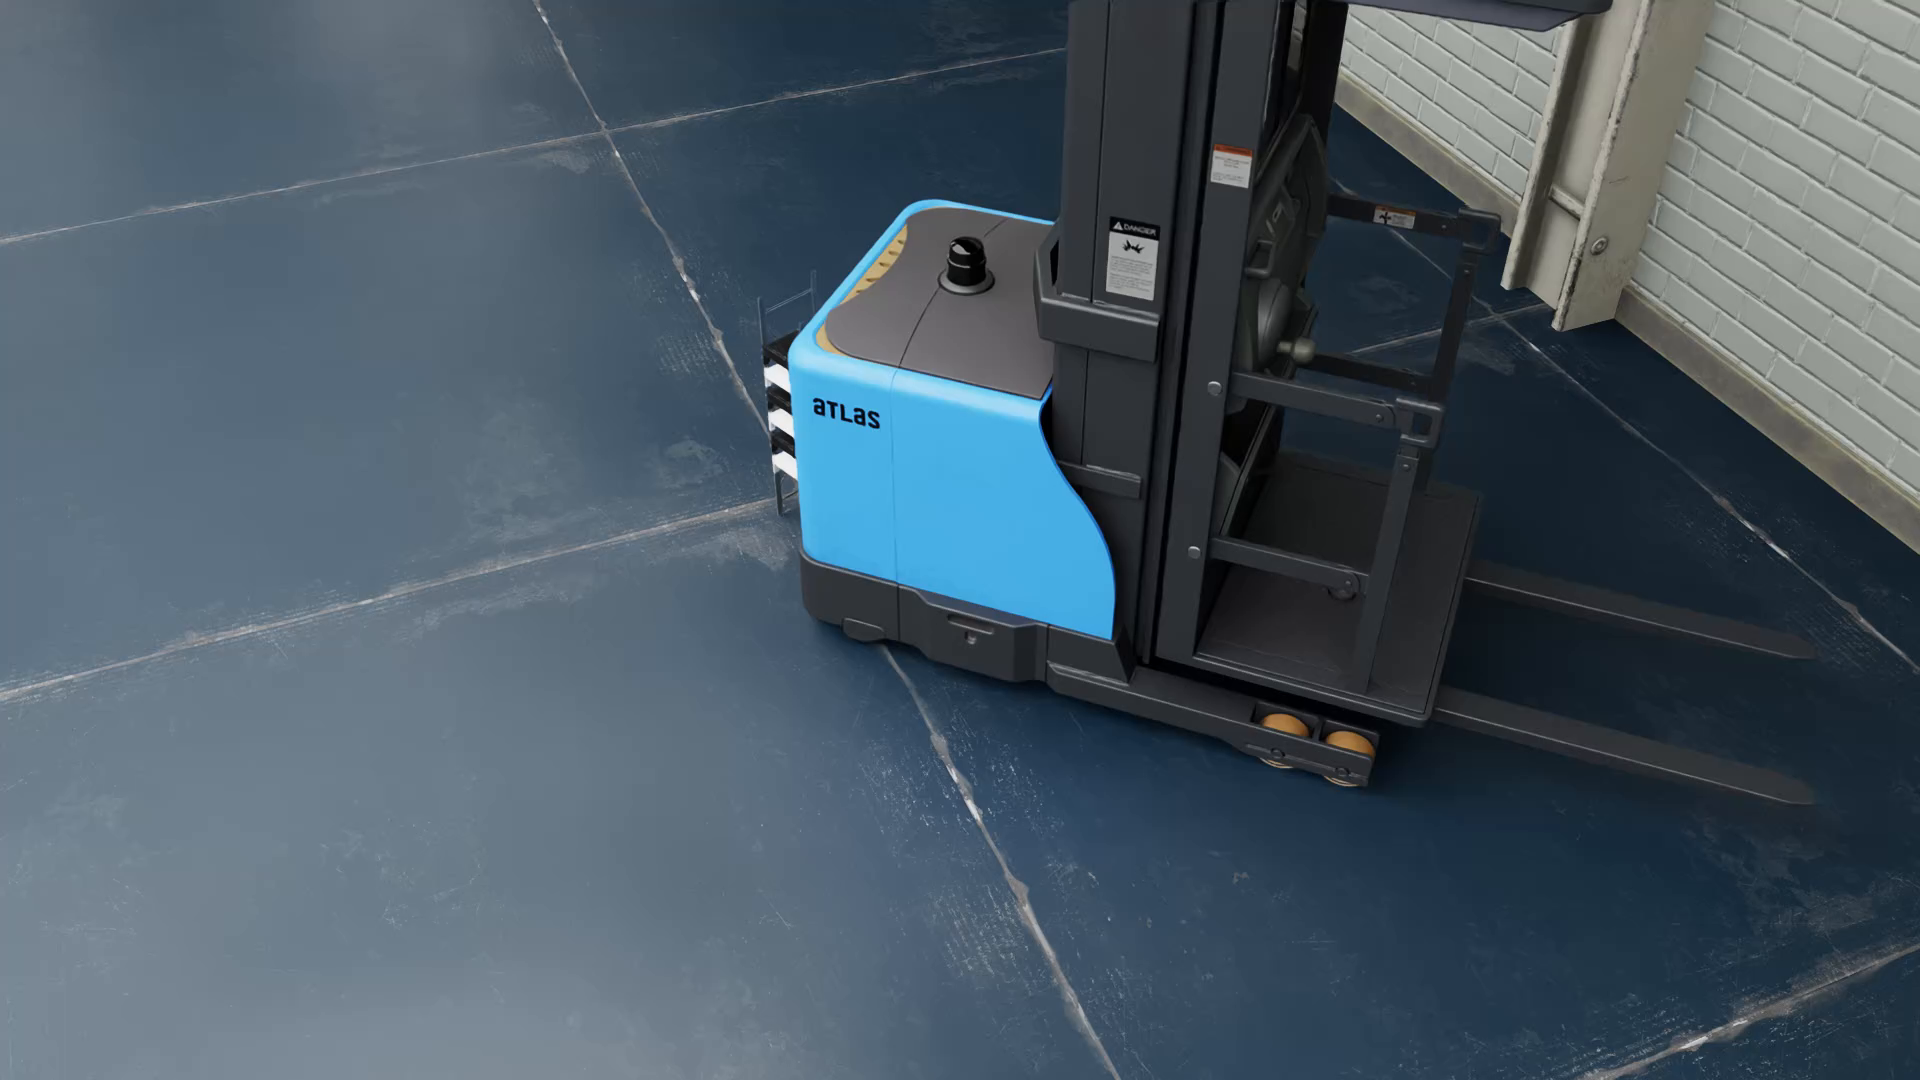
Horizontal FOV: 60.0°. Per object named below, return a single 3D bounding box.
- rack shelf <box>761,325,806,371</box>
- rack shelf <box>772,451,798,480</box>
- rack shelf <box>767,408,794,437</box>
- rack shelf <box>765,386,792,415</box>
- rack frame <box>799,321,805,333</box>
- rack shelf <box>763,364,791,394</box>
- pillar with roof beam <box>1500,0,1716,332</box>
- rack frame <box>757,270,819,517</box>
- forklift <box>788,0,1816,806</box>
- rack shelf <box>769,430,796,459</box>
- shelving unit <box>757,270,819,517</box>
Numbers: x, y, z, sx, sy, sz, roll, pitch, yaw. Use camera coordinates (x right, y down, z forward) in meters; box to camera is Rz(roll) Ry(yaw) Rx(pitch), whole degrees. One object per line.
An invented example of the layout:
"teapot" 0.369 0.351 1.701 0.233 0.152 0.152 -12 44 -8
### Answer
"rack shelf" -0.483 -0.610 5.406 0.258 0.077 0.200 -33 50 -32
"rack shelf" -0.482 -0.269 5.699 0.258 0.077 0.200 -33 50 -32
"rack shelf" -0.482 -0.405 5.582 0.258 0.077 0.200 -33 50 -32
"rack shelf" -0.482 -0.474 5.523 0.258 0.077 0.200 -33 50 -32
"rack frame" -0.411 -0.383 5.505 0.240 0.900 0.006 -33 50 -32
"rack shelf" -0.482 -0.542 5.465 0.258 0.077 0.200 -33 50 -32
"pillar with roof beam" -1.487 -3.337 2.729 9.100 9.000 0.400 -15 43 -17
"rack frame" -0.553 -0.478 5.615 0.240 0.900 0.006 -33 50 -32
"forklift" 1.058 -0.779 4.408 3.031 2.935 1.130 14 43 16
"rack shelf" -0.482 -0.337 5.641 0.258 0.077 0.200 -33 50 -32
"shelving unit" -0.482 -0.431 5.560 0.258 0.900 0.210 -33 50 -32
